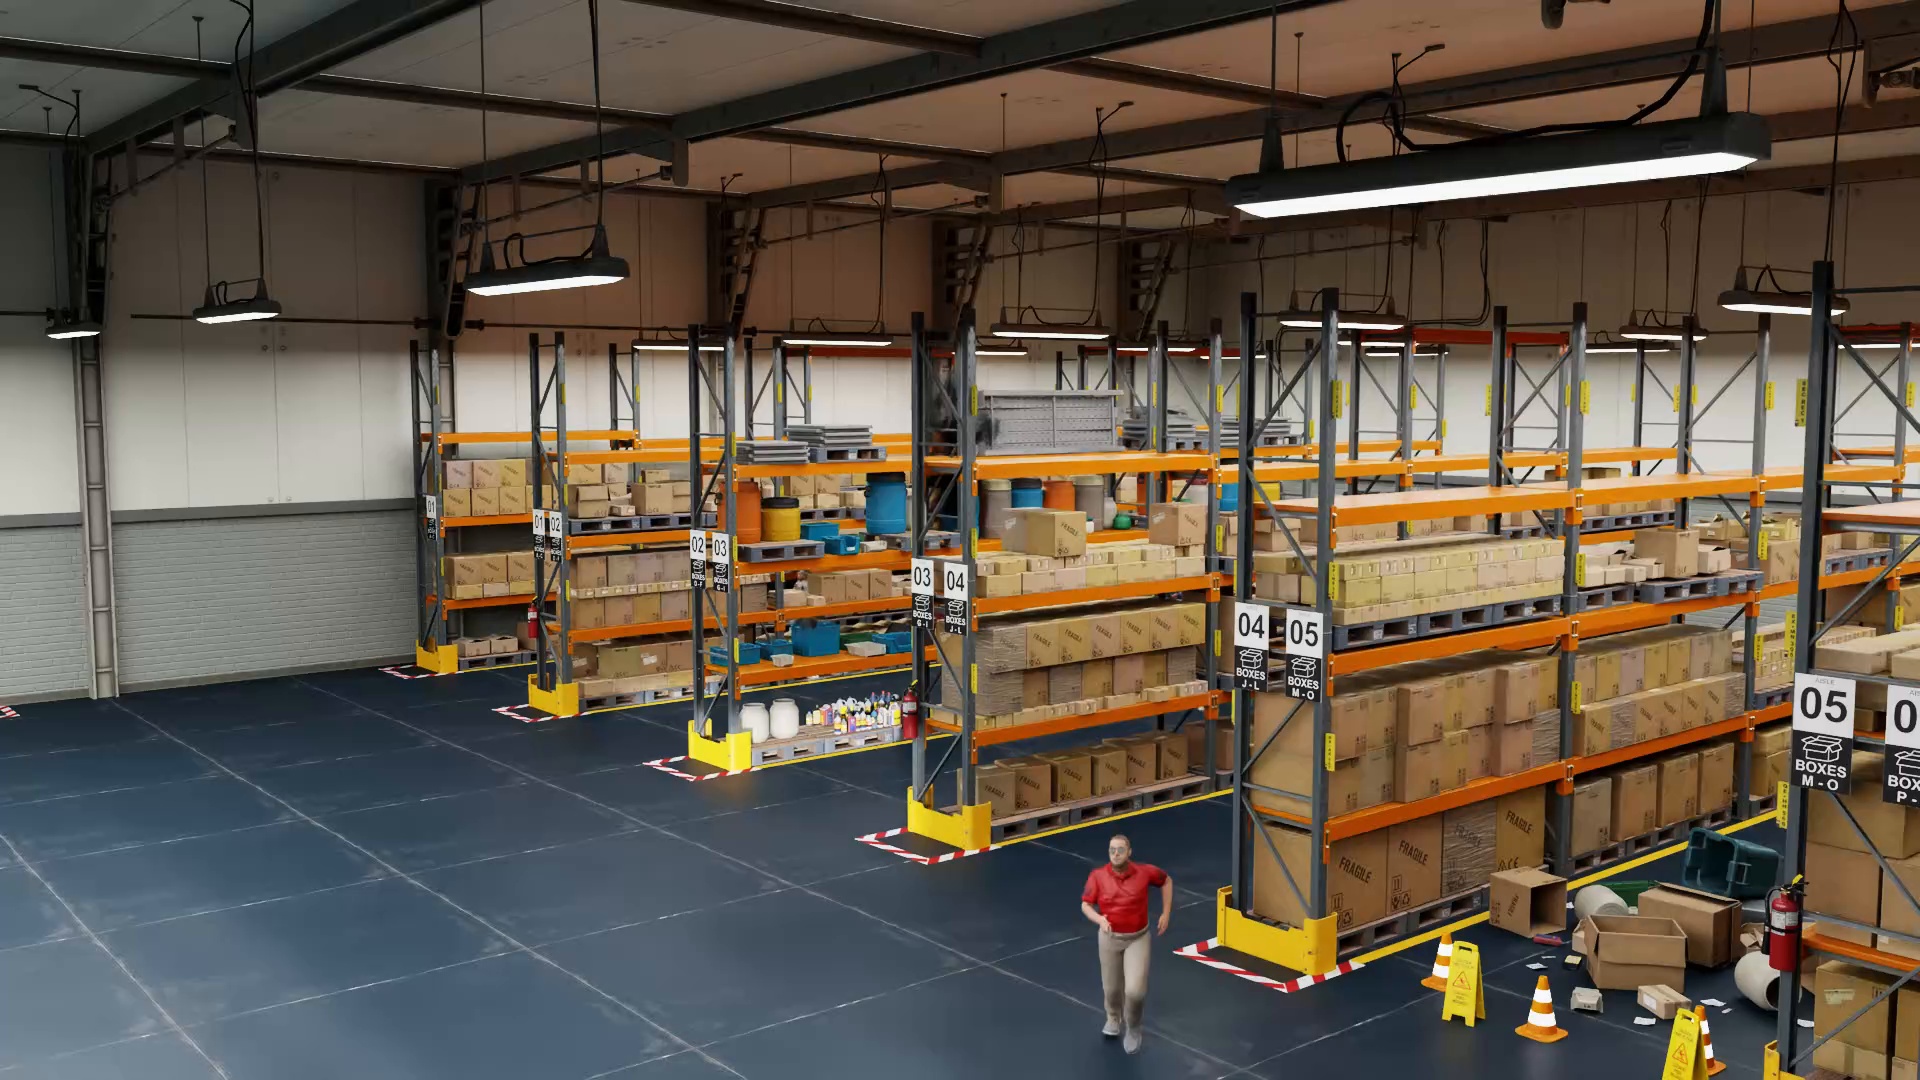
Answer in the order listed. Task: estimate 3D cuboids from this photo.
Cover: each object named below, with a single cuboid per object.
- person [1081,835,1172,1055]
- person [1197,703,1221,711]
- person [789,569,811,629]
[{"bbox_3d":[1.280,3.122,12.871,0.677,1.714,0.866,1,5,13],"label":"person"},{"bbox_3d":[3.831,1.713,25.330,0.565,1.702,0.904,4,7,39],"label":"person"},{"bbox_3d":[-3.045,1.382,32.015,0.603,1.756,0.619,5,7,45],"label":"person"}]
